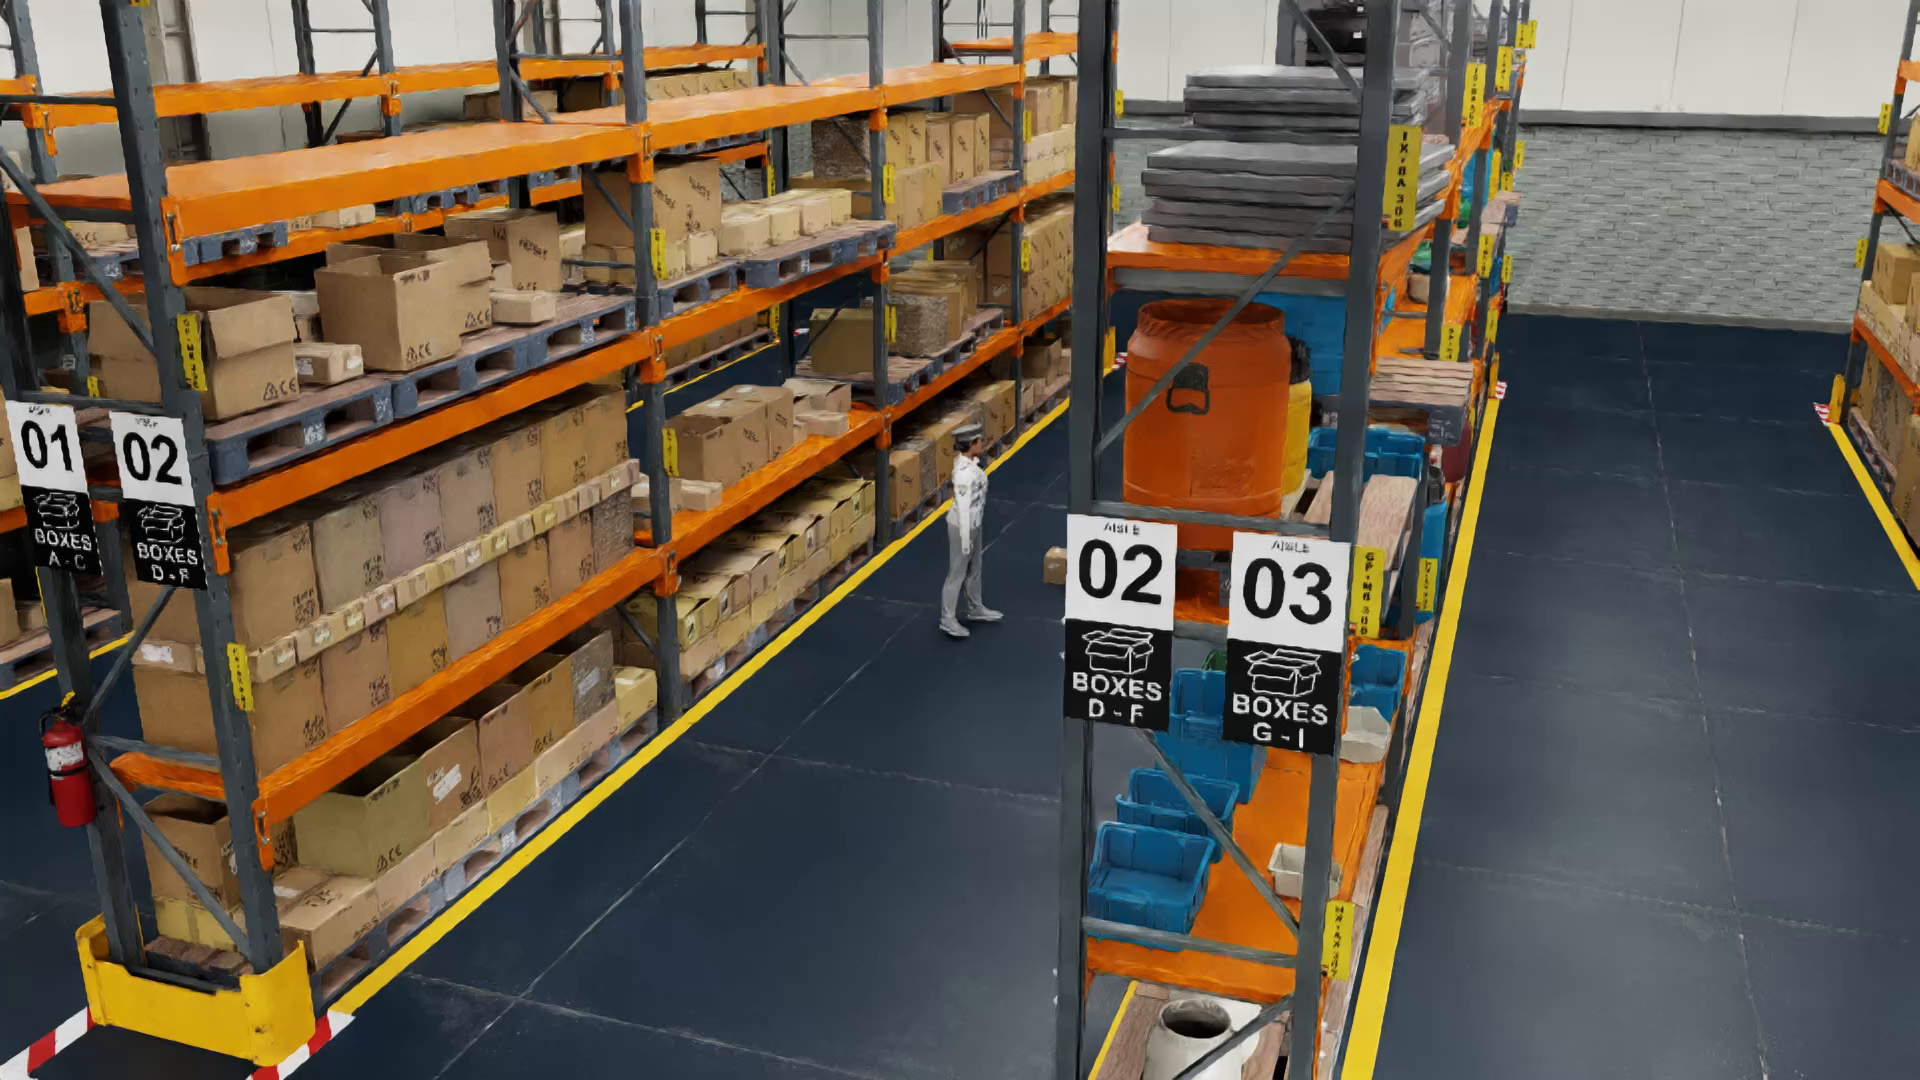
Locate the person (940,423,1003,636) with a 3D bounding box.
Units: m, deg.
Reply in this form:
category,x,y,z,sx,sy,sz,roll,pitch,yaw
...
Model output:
category,x,y,z,sx,sy,sz,roll,pitch,yaw
person,0.092,-0.102,13.162,0.489,1.672,0.553,2,19,6
